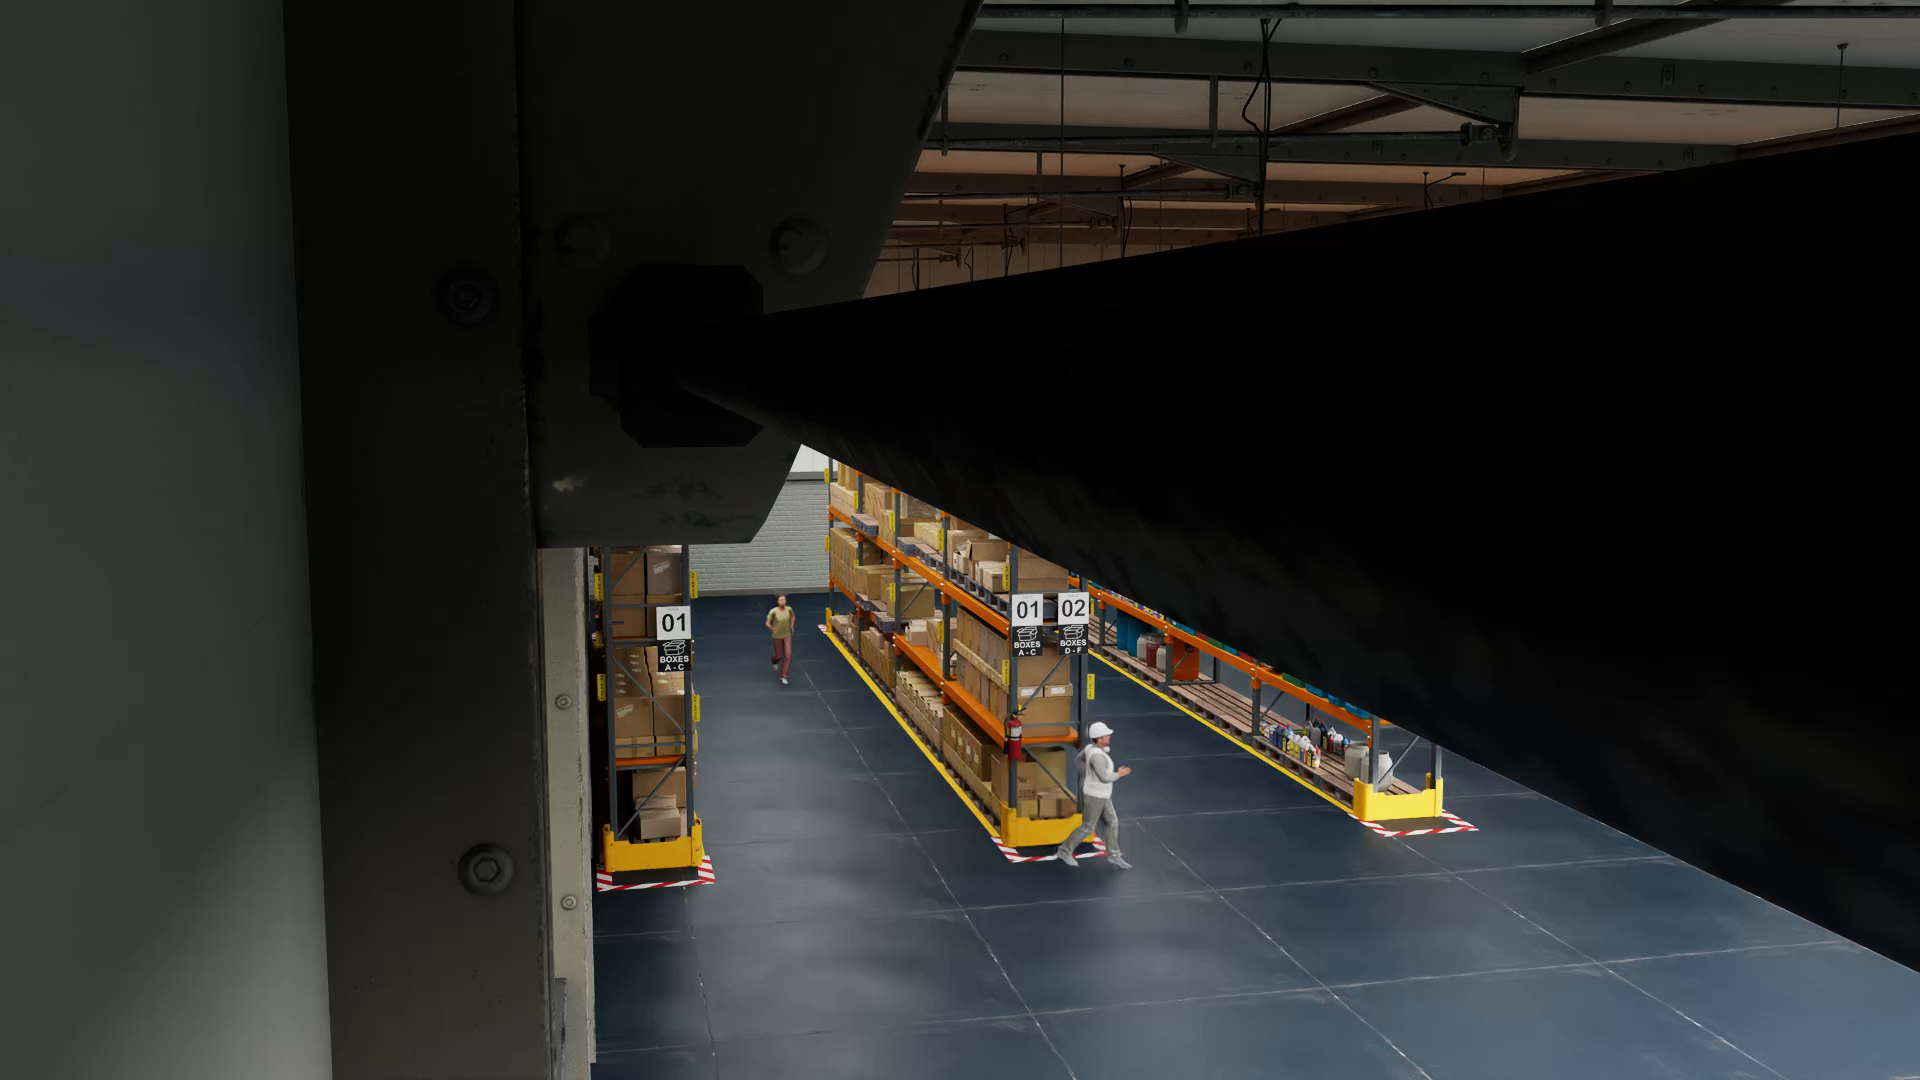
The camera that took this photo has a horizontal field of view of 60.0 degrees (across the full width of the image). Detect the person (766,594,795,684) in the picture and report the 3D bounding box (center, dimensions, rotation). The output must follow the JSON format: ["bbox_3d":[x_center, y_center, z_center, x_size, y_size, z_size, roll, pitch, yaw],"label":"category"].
[{"bbox_3d":[-3.356,1.830,31.256,0.589,1.668,0.796,-3,7,-21],"label":"person"}]

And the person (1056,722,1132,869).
[{"bbox_3d":[1.613,3.072,19.921,0.907,1.804,0.635,1,7,5],"label":"person"}]
